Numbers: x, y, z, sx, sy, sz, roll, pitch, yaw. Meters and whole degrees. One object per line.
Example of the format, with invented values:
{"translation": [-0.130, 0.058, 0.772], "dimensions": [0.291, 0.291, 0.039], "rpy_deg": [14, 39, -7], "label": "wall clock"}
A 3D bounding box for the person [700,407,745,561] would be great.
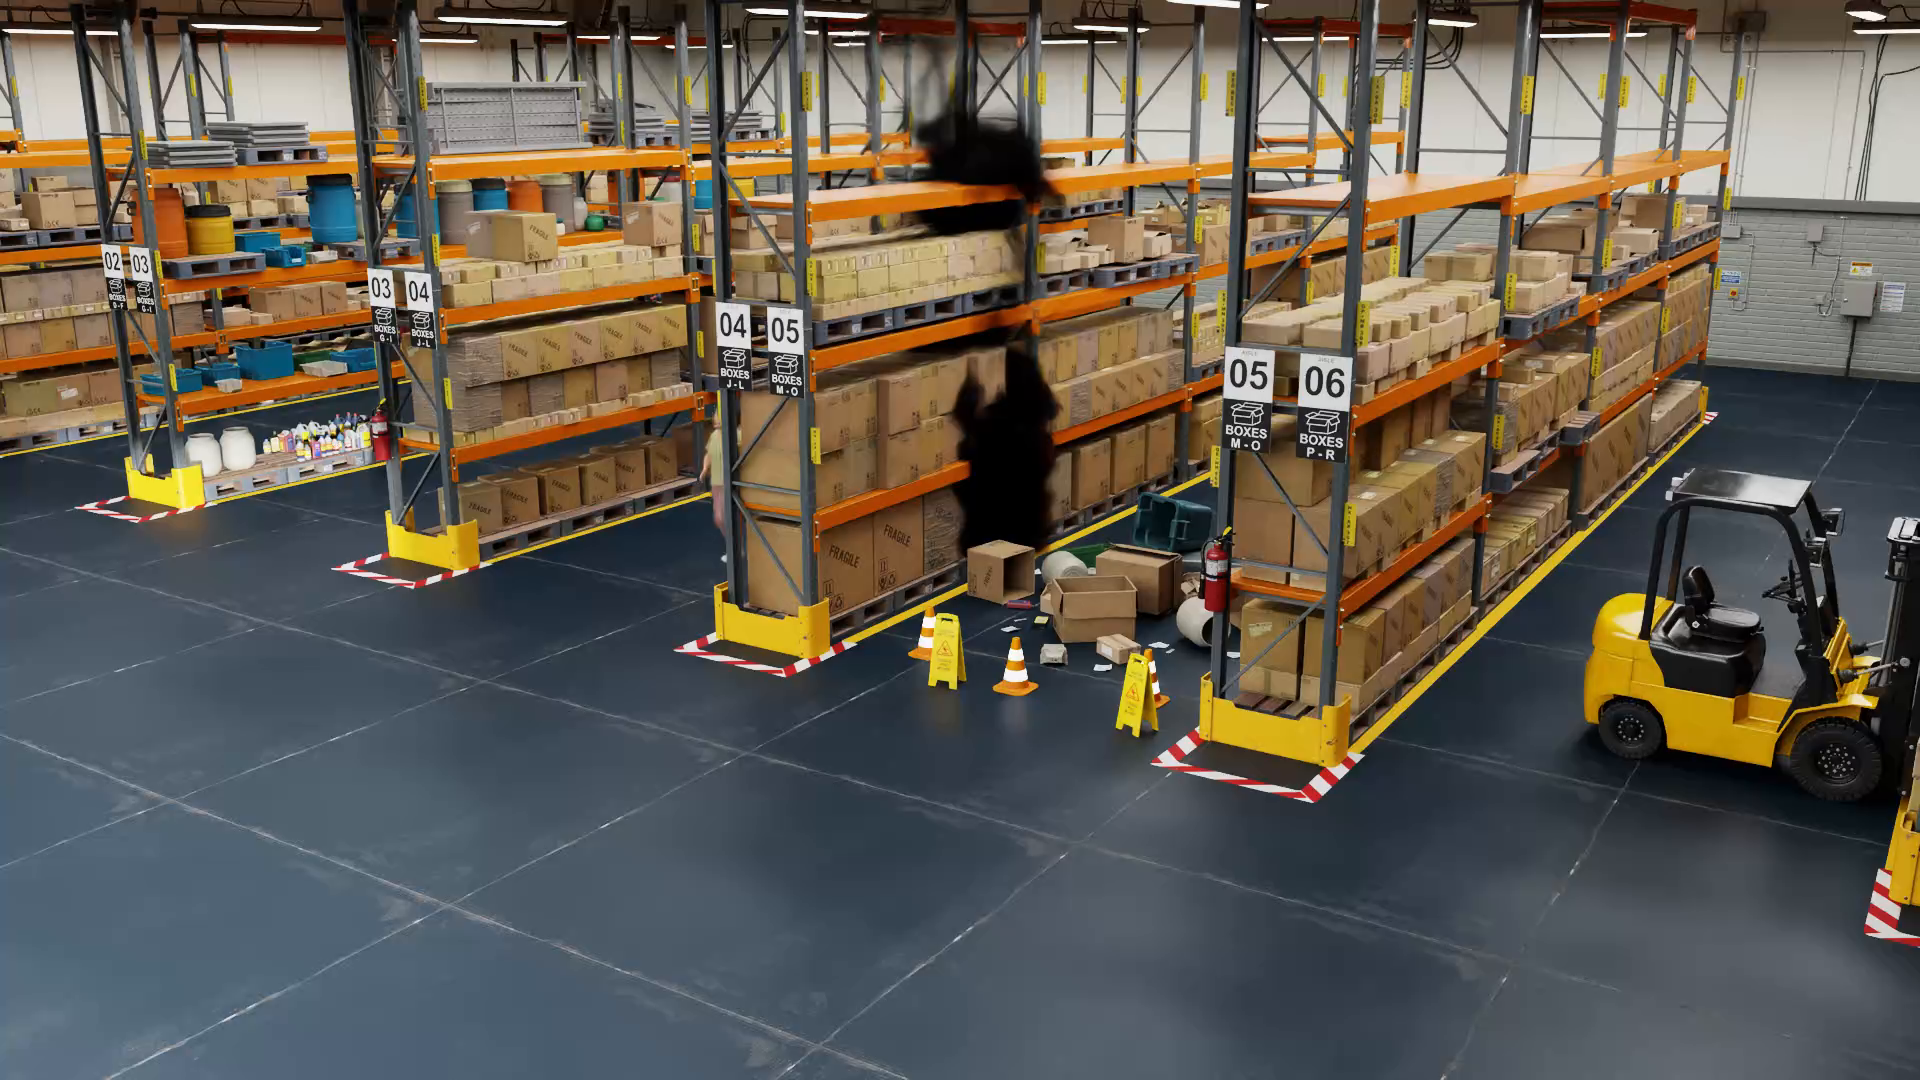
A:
{"translation": [-2.421, -0.561, 17.127], "dimensions": [0.590, 1.638, 0.512], "rpy_deg": [9, 18, 30], "label": "person"}

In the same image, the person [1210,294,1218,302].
{"translation": [4.312, -3.252, 27.901], "dimensions": [0.616, 1.740, 0.738], "rpy_deg": [13, 20, 39], "label": "person"}
